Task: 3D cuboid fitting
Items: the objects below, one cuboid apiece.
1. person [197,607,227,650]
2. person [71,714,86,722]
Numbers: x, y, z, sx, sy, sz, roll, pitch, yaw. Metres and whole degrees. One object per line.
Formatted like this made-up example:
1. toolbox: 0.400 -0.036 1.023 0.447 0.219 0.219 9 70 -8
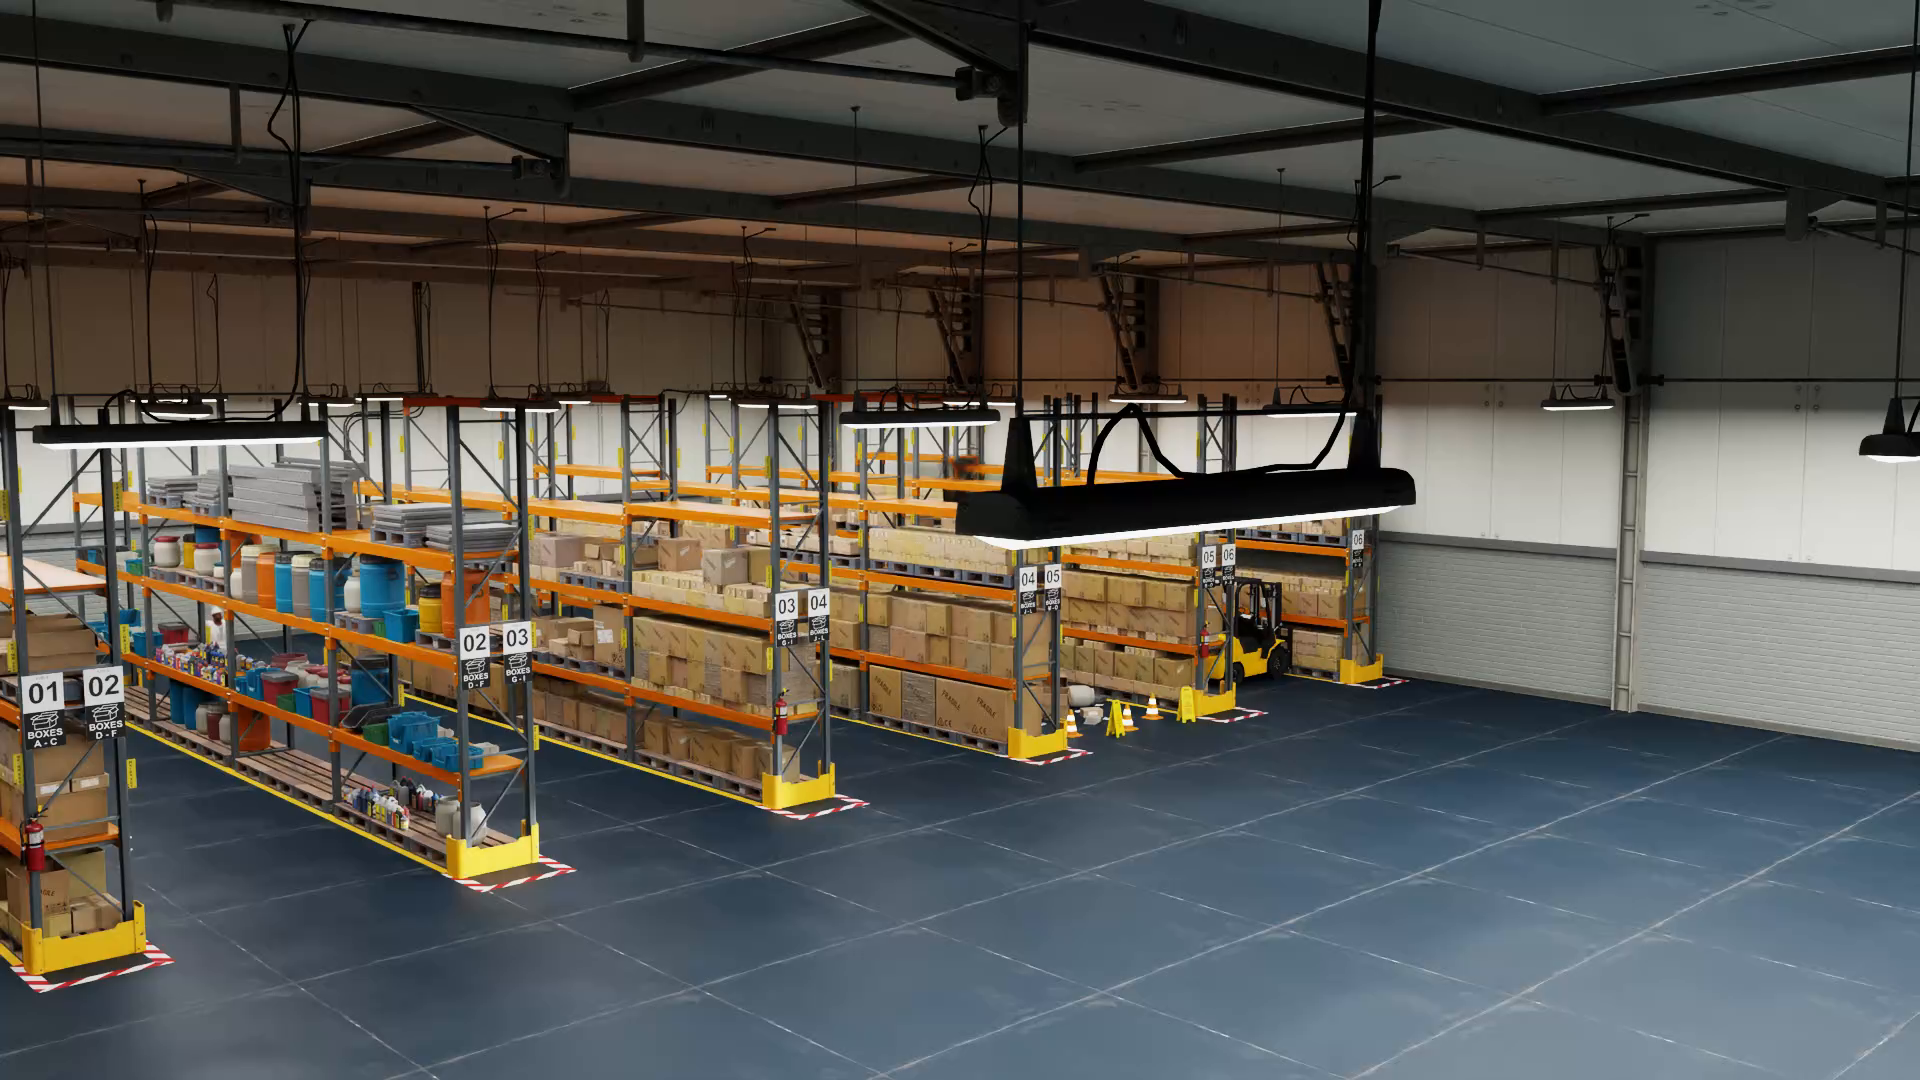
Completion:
1. person: -15.019 2.218 33.543 0.682 1.750 0.697 4 7 35
2. person: -14.971 2.879 28.117 0.699 1.491 0.529 4 7 35
